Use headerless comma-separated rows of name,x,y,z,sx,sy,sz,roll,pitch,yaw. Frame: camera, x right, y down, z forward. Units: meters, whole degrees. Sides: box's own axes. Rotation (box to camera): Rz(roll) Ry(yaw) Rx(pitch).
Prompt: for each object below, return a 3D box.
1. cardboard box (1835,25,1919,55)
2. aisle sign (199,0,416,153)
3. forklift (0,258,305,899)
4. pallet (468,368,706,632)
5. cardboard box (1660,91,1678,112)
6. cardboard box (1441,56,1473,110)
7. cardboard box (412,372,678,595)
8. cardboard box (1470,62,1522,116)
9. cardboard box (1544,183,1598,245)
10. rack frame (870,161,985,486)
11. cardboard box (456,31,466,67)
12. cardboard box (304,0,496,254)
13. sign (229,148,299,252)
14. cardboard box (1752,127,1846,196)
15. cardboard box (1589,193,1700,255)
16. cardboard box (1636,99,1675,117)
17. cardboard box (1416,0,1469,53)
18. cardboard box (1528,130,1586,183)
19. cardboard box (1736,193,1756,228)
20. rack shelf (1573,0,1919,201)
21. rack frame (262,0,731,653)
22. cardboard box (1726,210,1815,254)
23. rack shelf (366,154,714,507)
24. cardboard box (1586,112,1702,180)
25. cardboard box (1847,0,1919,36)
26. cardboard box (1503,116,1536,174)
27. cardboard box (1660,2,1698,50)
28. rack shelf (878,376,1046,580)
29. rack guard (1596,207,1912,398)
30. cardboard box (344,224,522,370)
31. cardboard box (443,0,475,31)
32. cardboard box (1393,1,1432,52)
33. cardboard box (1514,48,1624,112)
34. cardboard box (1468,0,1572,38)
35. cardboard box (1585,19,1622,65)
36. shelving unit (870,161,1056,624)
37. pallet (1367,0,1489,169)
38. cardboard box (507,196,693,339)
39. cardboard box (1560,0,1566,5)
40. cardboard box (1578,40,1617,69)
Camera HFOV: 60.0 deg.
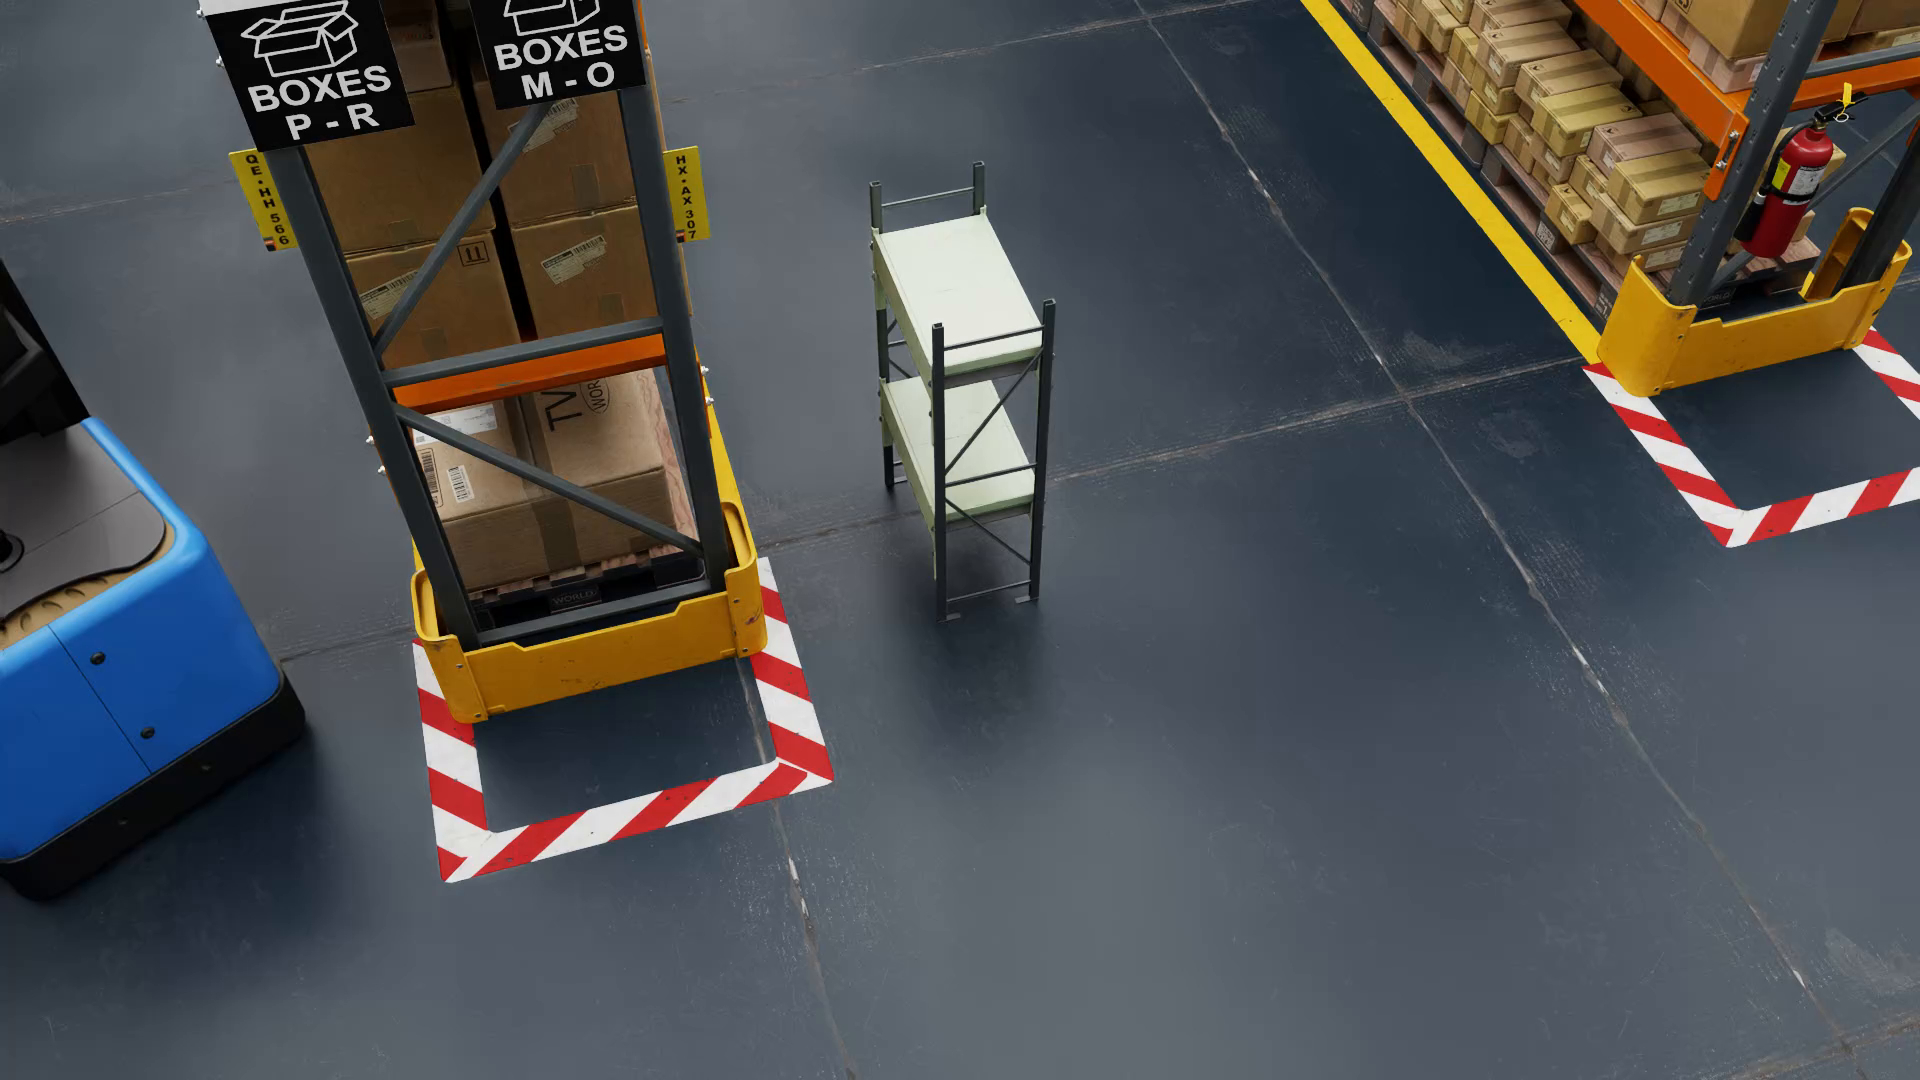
cardboard box,3.597,-1.990,6.420,0.380,0.149,0.250,-14,51,-11
aisle sign,-1.594,-1.282,3.958,0.394,0.787,0.004,-13,51,-11
forklift,-3.714,-0.793,5.291,1.130,2.935,3.031,-37,59,-27
pallet,-1.630,-0.234,6.599,1.003,0.211,1.213,-13,51,-11
cardboard box,3.401,-2.015,7.477,0.380,0.149,0.250,-13,51,-11
cardboard box,2.574,-2.245,8.060,0.380,0.149,0.250,-12,51,-10
cardboard box,-1.610,-0.336,6.262,0.875,0.438,0.875,-15,51,-12
cardboard box,2.630,-2.148,7.784,0.380,0.149,0.250,-13,51,-10
cardboard box,2.852,-1.479,7.414,0.380,0.149,0.250,-12,51,-10
rack frame,-0.110,-0.756,6.196,0.400,1.500,0.023,-13,51,-11
cardboard box,-2.010,-1.635,5.891,0.500,0.500,0.500,-12,51,-10
cardboard box,-1.689,-1.220,4.887,0.500,0.500,0.500,-12,51,-10
sign,-1.841,-0.904,4.428,0.100,0.325,0.005,-13,51,-11
cardboard box,3.550,-1.628,7.151,0.380,0.149,0.250,-15,52,-13
cardboard box,2.951,-1.393,7.148,0.380,0.149,0.250,-15,51,-12
cardboard box,3.286,-1.885,7.562,0.380,0.149,0.250,-13,51,-11
cardboard box,2.464,-2.534,8.109,0.380,0.149,0.250,-13,51,-11
cardboard box,2.796,-1.772,7.467,0.380,0.149,0.250,-15,52,-12
cardboard box,3.470,-1.513,7.249,0.380,0.149,0.250,-11,51,-9
rack shelf,2.789,-2.989,7.568,1.077,0.370,4.000,-13,51,-11
rack frame,-1.319,-0.567,5.056,1.000,3.000,0.127,-13,51,-11
cardboard box,3.531,-1.432,7.375,0.380,0.149,0.250,-12,51,-10
rack shelf,-1.910,-1.796,6.562,1.077,0.370,4.000,-13,51,-11
cardboard box,2.962,-1.694,7.207,0.380,0.149,0.250,-12,51,-10
cardboard box,3.511,-2.278,6.239,0.500,0.500,0.500,-11,51,-9
cardboard box,2.771,-1.869,7.743,0.380,0.149,0.250,-13,51,-11
cardboard box,2.976,-2.043,6.465,0.380,0.149,0.250,-13,51,-11
rack shelf,-0.002,-0.278,6.220,0.431,0.370,0.720,-13,51,-11
rack guard,3.358,-1.010,7.064,1.175,0.500,0.348,-13,51,-11
cardboard box,-1.714,-0.892,5.264,0.500,0.500,0.500,-13,51,-11
cardboard box,-1.305,-1.628,4.806,0.380,0.149,0.250,-12,51,-10
cardboard box,2.420,-2.621,8.377,0.380,0.149,0.250,-15,51,-12
cardboard box,2.748,-2.058,7.514,0.380,0.149,0.250,-15,52,-12
cardboard box,2.643,-2.459,7.852,0.380,0.149,0.250,-15,51,-12
cardboard box,3.176,-2.382,7.787,0.380,0.149,0.250,-12,51,-10
shelving unit,-0.002,-0.488,5.970,0.431,1.500,0.755,-13,51,-11
pallet,2.794,-2.408,8.431,1.003,0.211,1.213,-13,51,-11
cardboard box,-1.186,-1.015,5.368,0.500,0.500,0.500,-14,51,-11
cardboard box,2.976,-2.746,8.094,0.380,0.149,0.250,-13,51,-11
cardboard box,3.145,-2.269,7.886,0.380,0.149,0.250,-16,52,-13
